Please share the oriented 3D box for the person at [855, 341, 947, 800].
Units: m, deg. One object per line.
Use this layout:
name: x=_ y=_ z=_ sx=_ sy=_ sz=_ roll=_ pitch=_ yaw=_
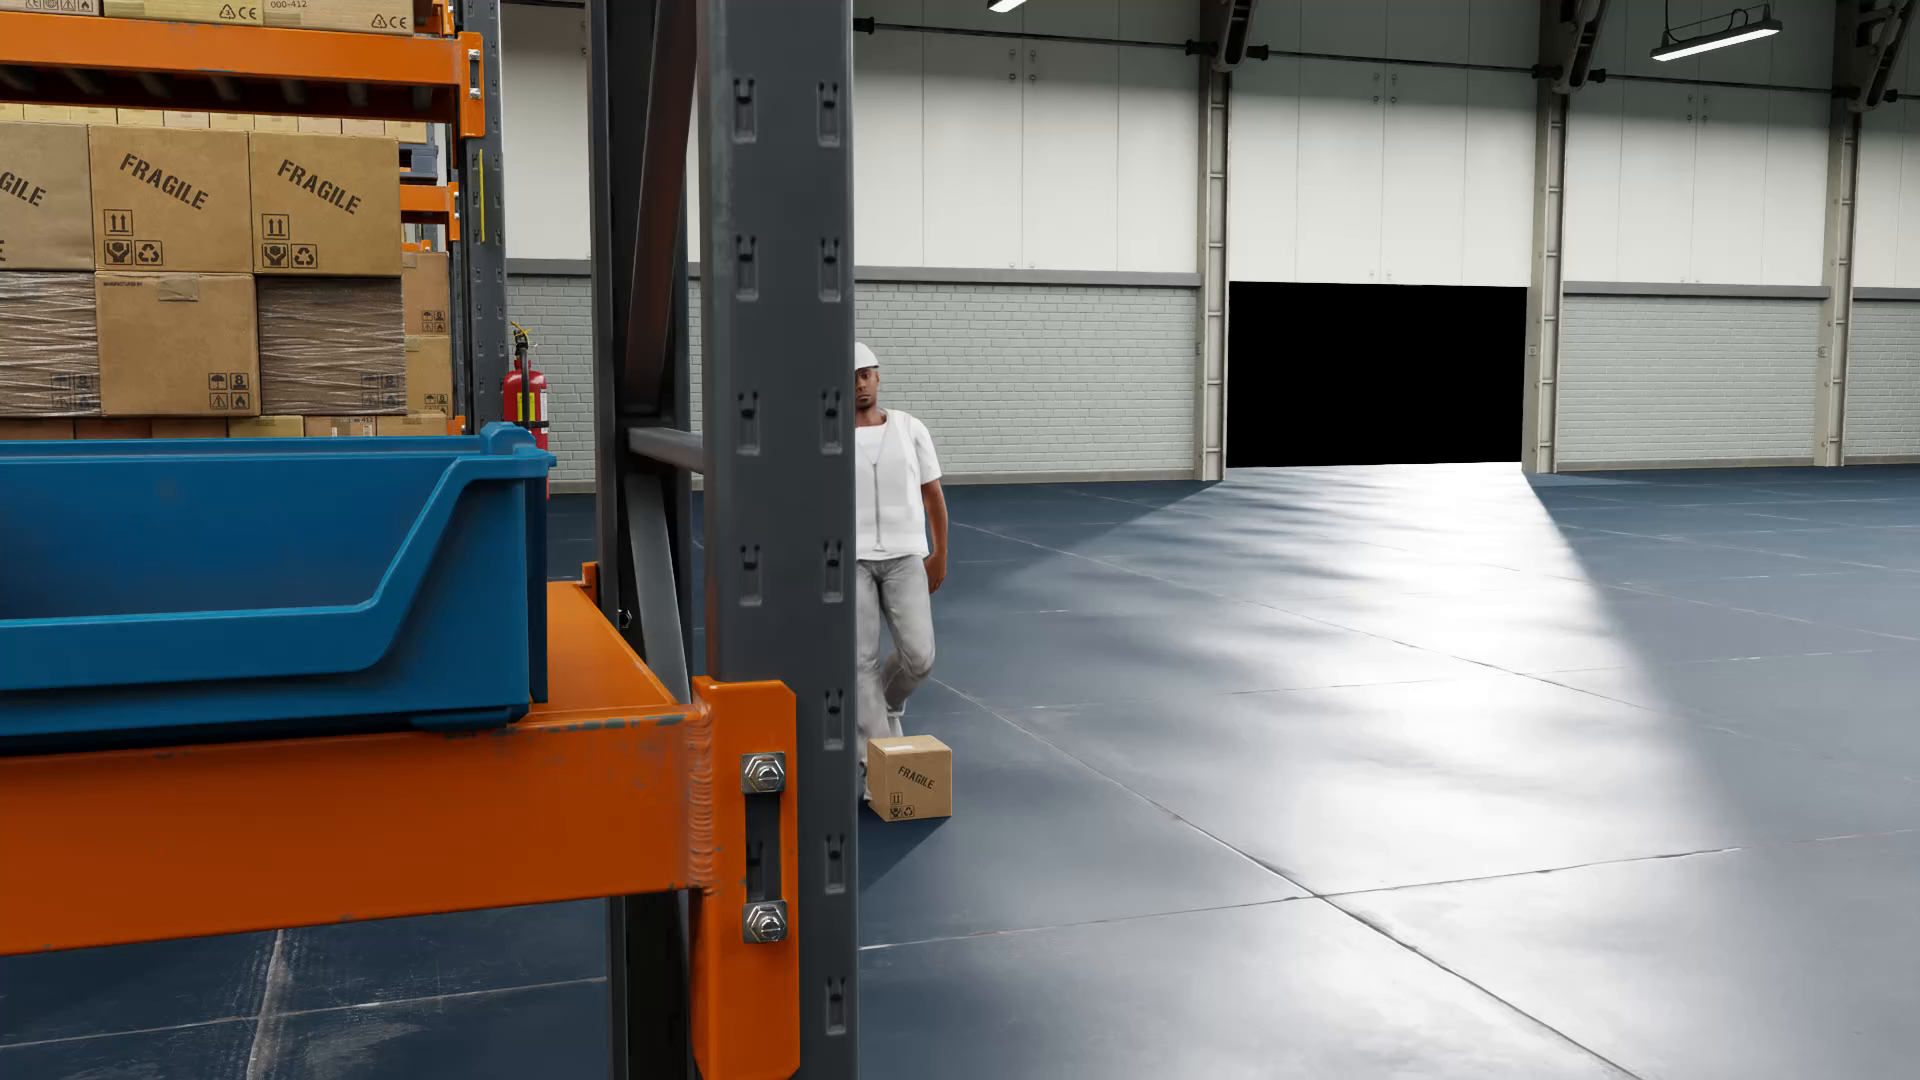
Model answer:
person: x=-0.312 y=0.091 z=6.400 sx=0.623 sy=1.724 sz=0.756 roll=-1 pitch=6 yaw=-12
